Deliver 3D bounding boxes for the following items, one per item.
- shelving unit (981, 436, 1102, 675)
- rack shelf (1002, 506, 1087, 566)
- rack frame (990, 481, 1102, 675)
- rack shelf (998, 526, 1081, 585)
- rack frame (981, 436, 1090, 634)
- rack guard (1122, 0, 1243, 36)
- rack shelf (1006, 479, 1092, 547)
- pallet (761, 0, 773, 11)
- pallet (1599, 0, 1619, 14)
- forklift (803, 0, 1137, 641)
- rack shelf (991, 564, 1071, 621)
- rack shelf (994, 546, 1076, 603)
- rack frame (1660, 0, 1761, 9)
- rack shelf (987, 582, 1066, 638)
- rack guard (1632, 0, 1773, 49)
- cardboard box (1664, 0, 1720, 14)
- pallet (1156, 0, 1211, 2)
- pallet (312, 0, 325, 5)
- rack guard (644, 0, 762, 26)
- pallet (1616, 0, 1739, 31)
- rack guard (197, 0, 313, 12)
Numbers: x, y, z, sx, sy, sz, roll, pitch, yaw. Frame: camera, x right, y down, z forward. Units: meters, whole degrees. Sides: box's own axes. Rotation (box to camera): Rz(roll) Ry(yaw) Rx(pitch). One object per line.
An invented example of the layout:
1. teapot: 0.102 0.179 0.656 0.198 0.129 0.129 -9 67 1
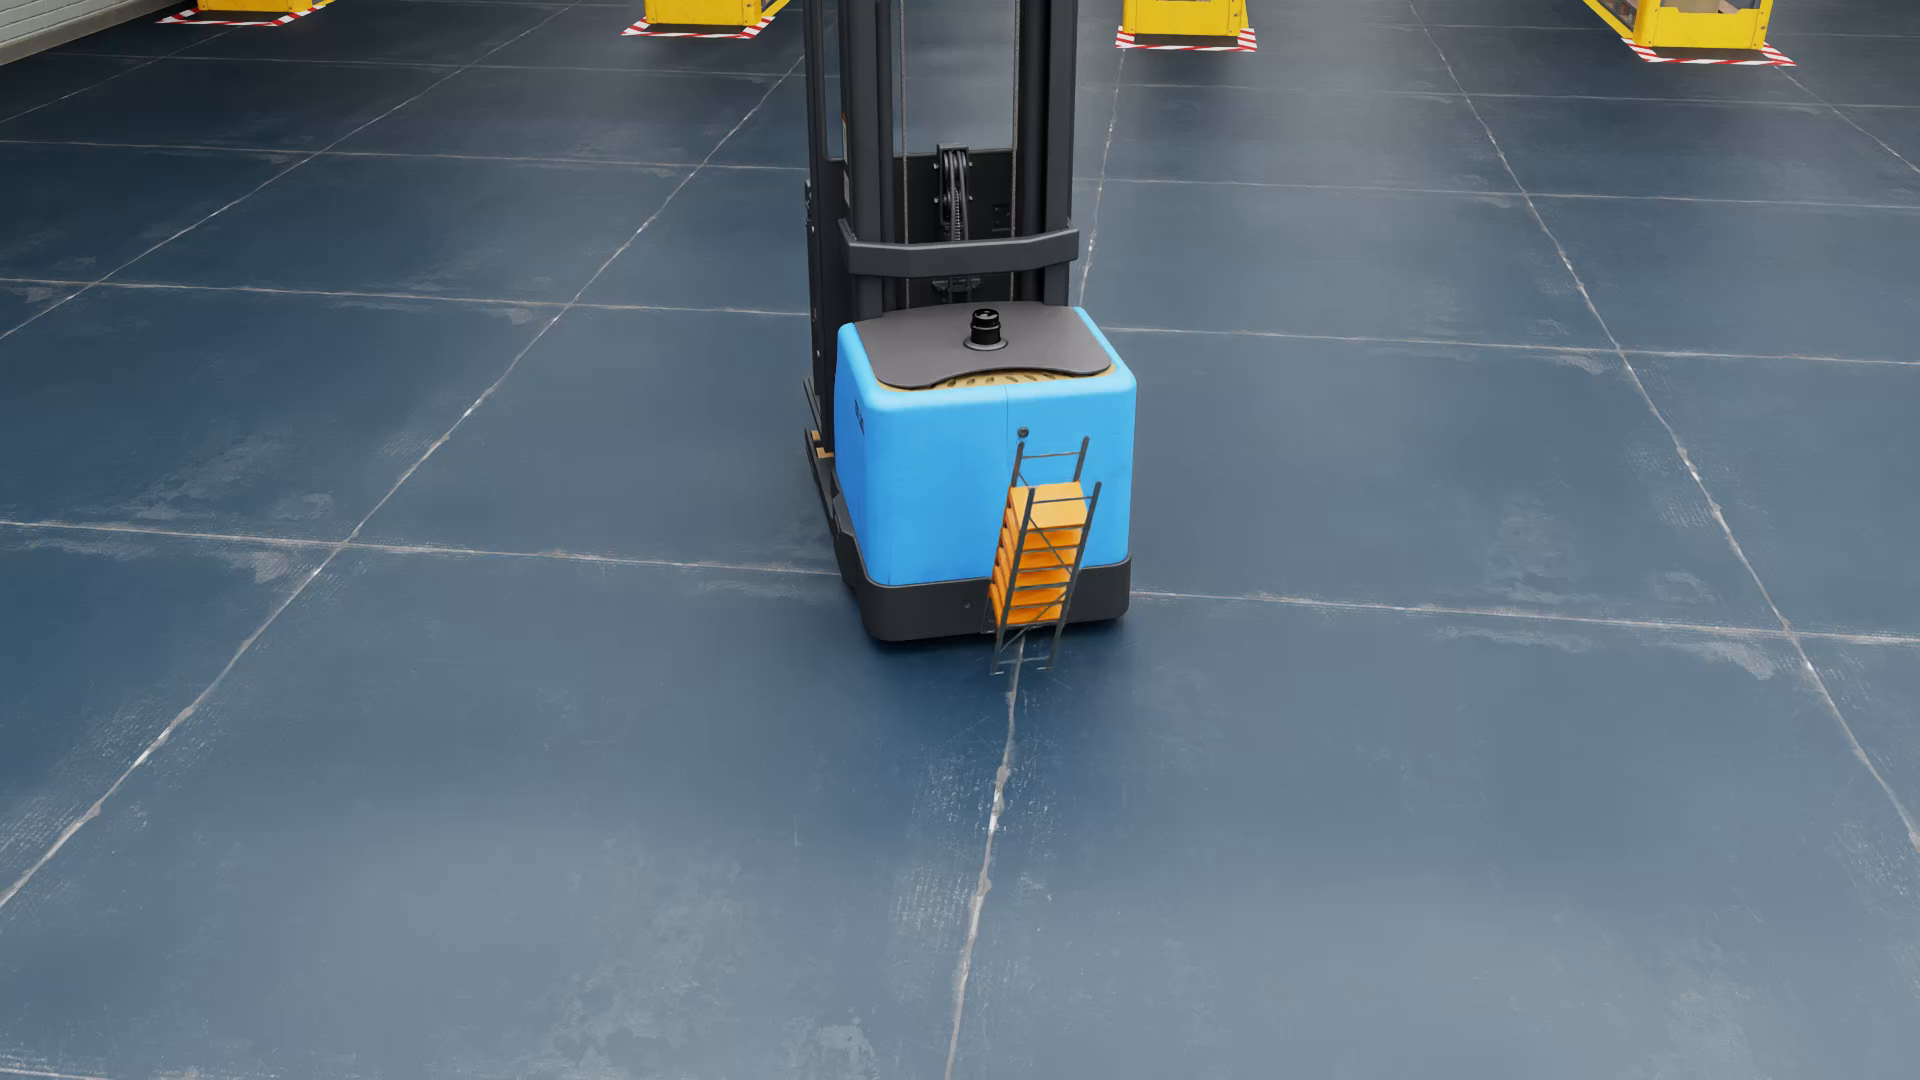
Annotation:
1. shelving unit: 0.269 0.086 5.876 0.258 1.200 0.189 -5 57 -10
2. rack shelf: 0.287 -0.024 5.715 0.258 0.103 0.180 -5 57 -10
3. rack frame: 0.285 0.161 5.826 0.240 1.200 0.006 -5 57 -10
4. rack shelf: 0.276 0.043 5.814 0.258 0.103 0.180 -5 57 -10
5. rack frame: 0.253 0.011 5.925 0.240 1.200 0.006 -5 57 -10
6. rack guard: 2.231 -5.354 16.660 1.175 0.500 0.348 3 28 6
7. rack shelf: 0.298 -0.092 5.617 0.258 0.103 0.180 -5 57 -10
8. pallet: -2.595 -5.840 17.867 1.003 0.211 1.213 3 28 6
9. pallet: 7.480 -5.889 17.958 1.003 0.211 1.213 3 28 6
10. forklift: -0.123 -1.581 7.095 1.130 2.935 3.031 -5 29 -10
11. rack shelf: 0.254 0.178 6.011 0.258 0.103 0.180 -5 57 -10
12. rack shelf: 0.265 0.111 5.912 0.258 0.103 0.180 -5 57 -10
13. rack frame: 7.184 -6.128 15.461 1.000 3.000 0.127 3 28 6
14. rack shelf: 0.243 0.246 6.109 0.258 0.103 0.180 -5 57 -10
15. rack guard: 7.193 -5.063 16.121 1.175 0.500 0.348 3 28 6
16. cardboard box: 7.277 -5.505 16.498 0.500 0.500 0.500 9 30 16
17. pallet: 2.336 -5.608 17.438 1.003 0.211 1.213 3 28 6
18. pallet: -7.420 -6.180 18.498 1.003 0.211 1.213 3 28 6
19. rack guard: -2.650 -5.593 17.105 1.175 0.500 0.348 3 28 6
20. pallet: 7.328 -5.316 16.895 1.003 0.211 1.213 3 28 6
21. rack guard: -7.555 -5.927 17.724 1.175 0.500 0.348 3 28 6
